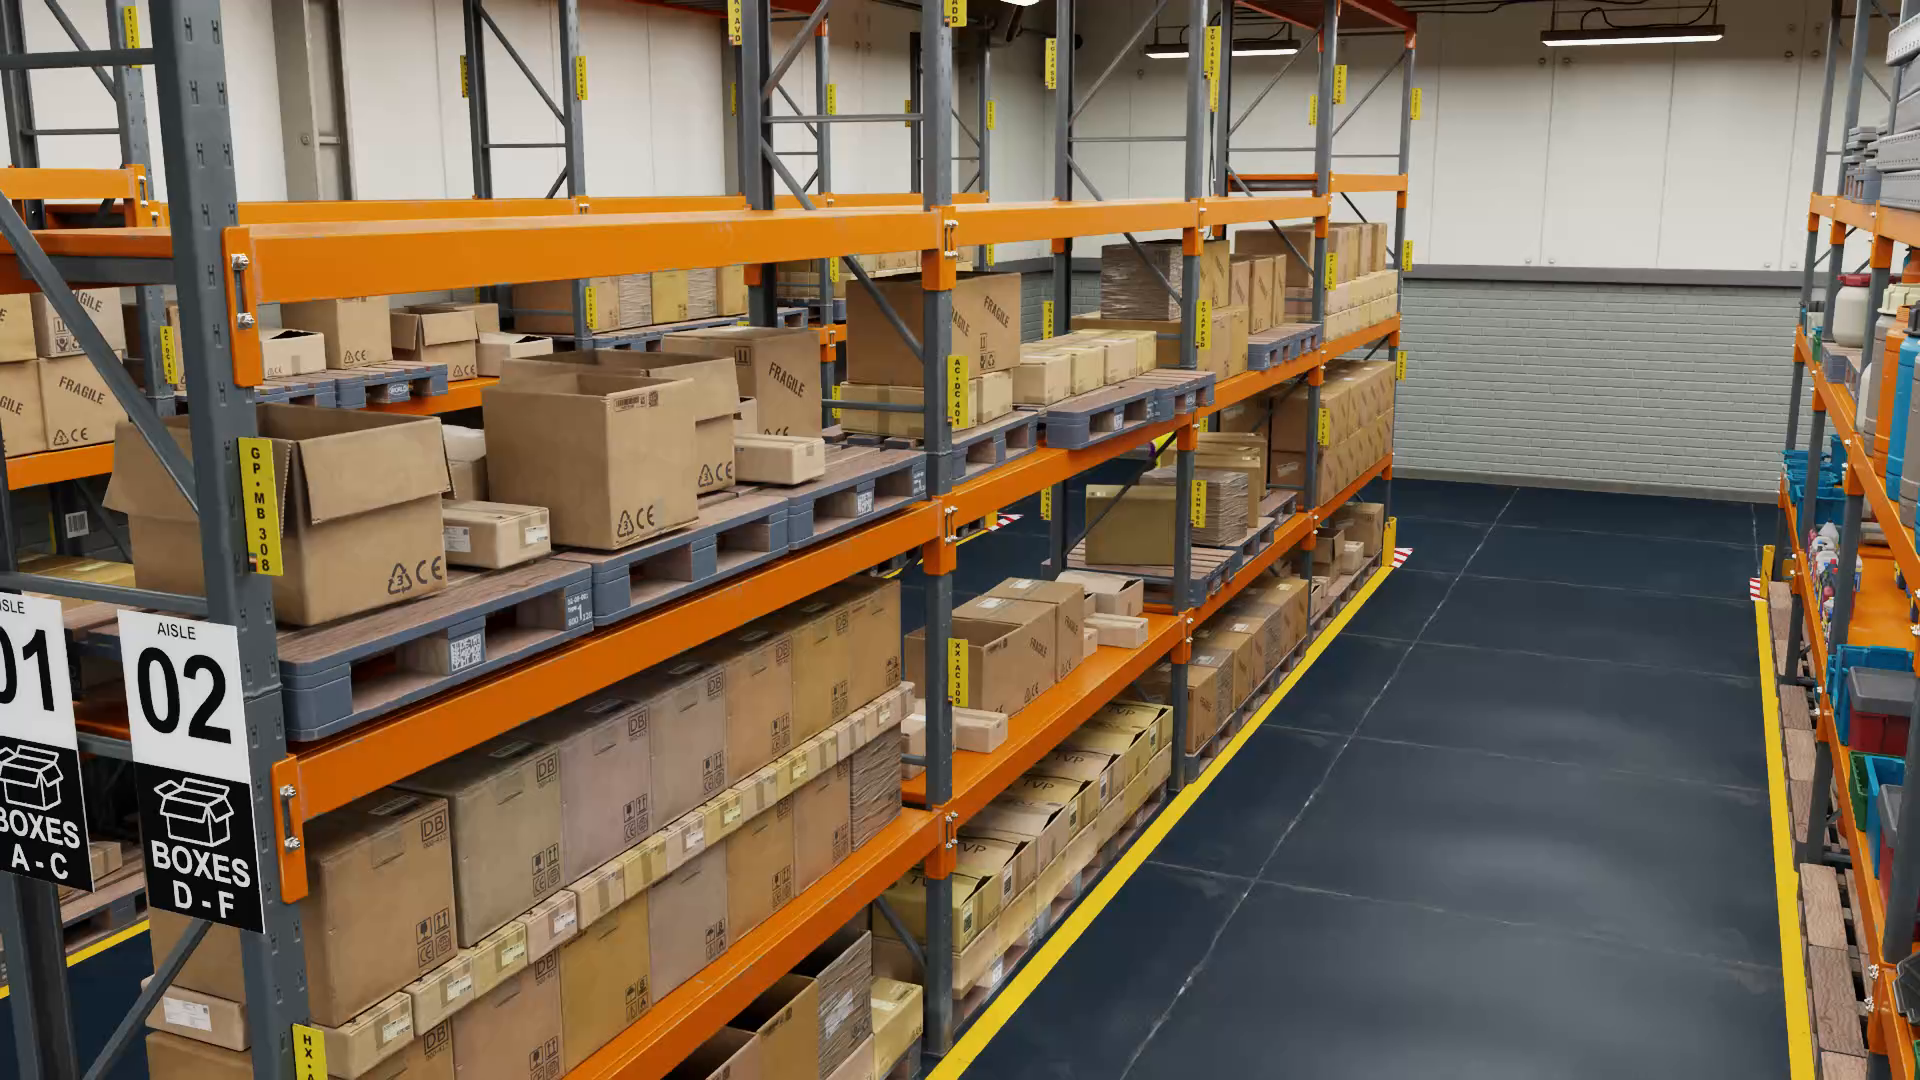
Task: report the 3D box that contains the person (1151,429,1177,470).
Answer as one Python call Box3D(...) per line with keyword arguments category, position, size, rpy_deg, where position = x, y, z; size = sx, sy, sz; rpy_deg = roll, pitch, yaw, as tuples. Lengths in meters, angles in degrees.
Box3D(category="person", position=(2.470, -0.664, 18.917), size=(0.571, 1.726, 0.952), rpy_deg=(8, 14, 32))
